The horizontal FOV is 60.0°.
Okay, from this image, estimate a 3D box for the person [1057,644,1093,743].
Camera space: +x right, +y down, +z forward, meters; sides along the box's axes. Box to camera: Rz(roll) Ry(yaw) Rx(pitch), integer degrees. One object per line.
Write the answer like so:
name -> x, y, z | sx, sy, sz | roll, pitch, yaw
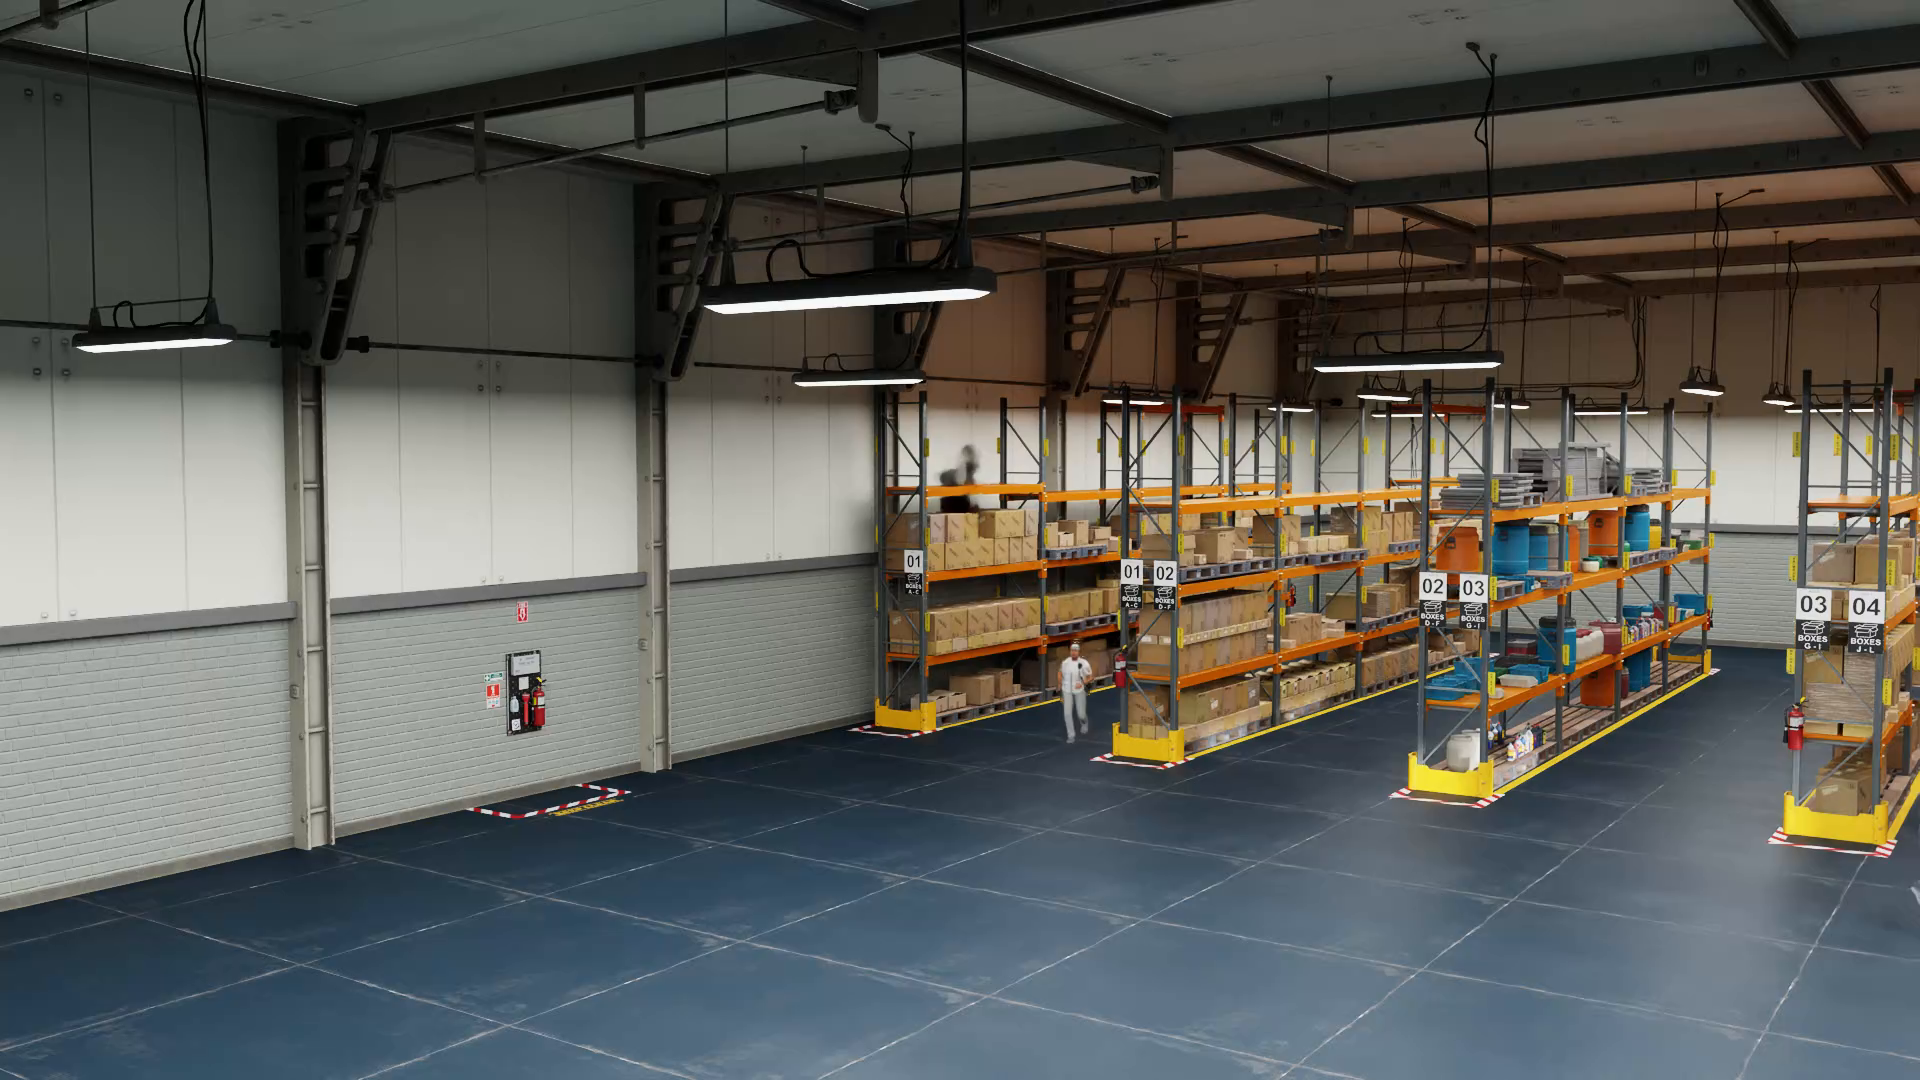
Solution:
person -> 1.906, 2.544, 27.796 | 0.630, 1.627, 0.692 | 1, 3, 18
